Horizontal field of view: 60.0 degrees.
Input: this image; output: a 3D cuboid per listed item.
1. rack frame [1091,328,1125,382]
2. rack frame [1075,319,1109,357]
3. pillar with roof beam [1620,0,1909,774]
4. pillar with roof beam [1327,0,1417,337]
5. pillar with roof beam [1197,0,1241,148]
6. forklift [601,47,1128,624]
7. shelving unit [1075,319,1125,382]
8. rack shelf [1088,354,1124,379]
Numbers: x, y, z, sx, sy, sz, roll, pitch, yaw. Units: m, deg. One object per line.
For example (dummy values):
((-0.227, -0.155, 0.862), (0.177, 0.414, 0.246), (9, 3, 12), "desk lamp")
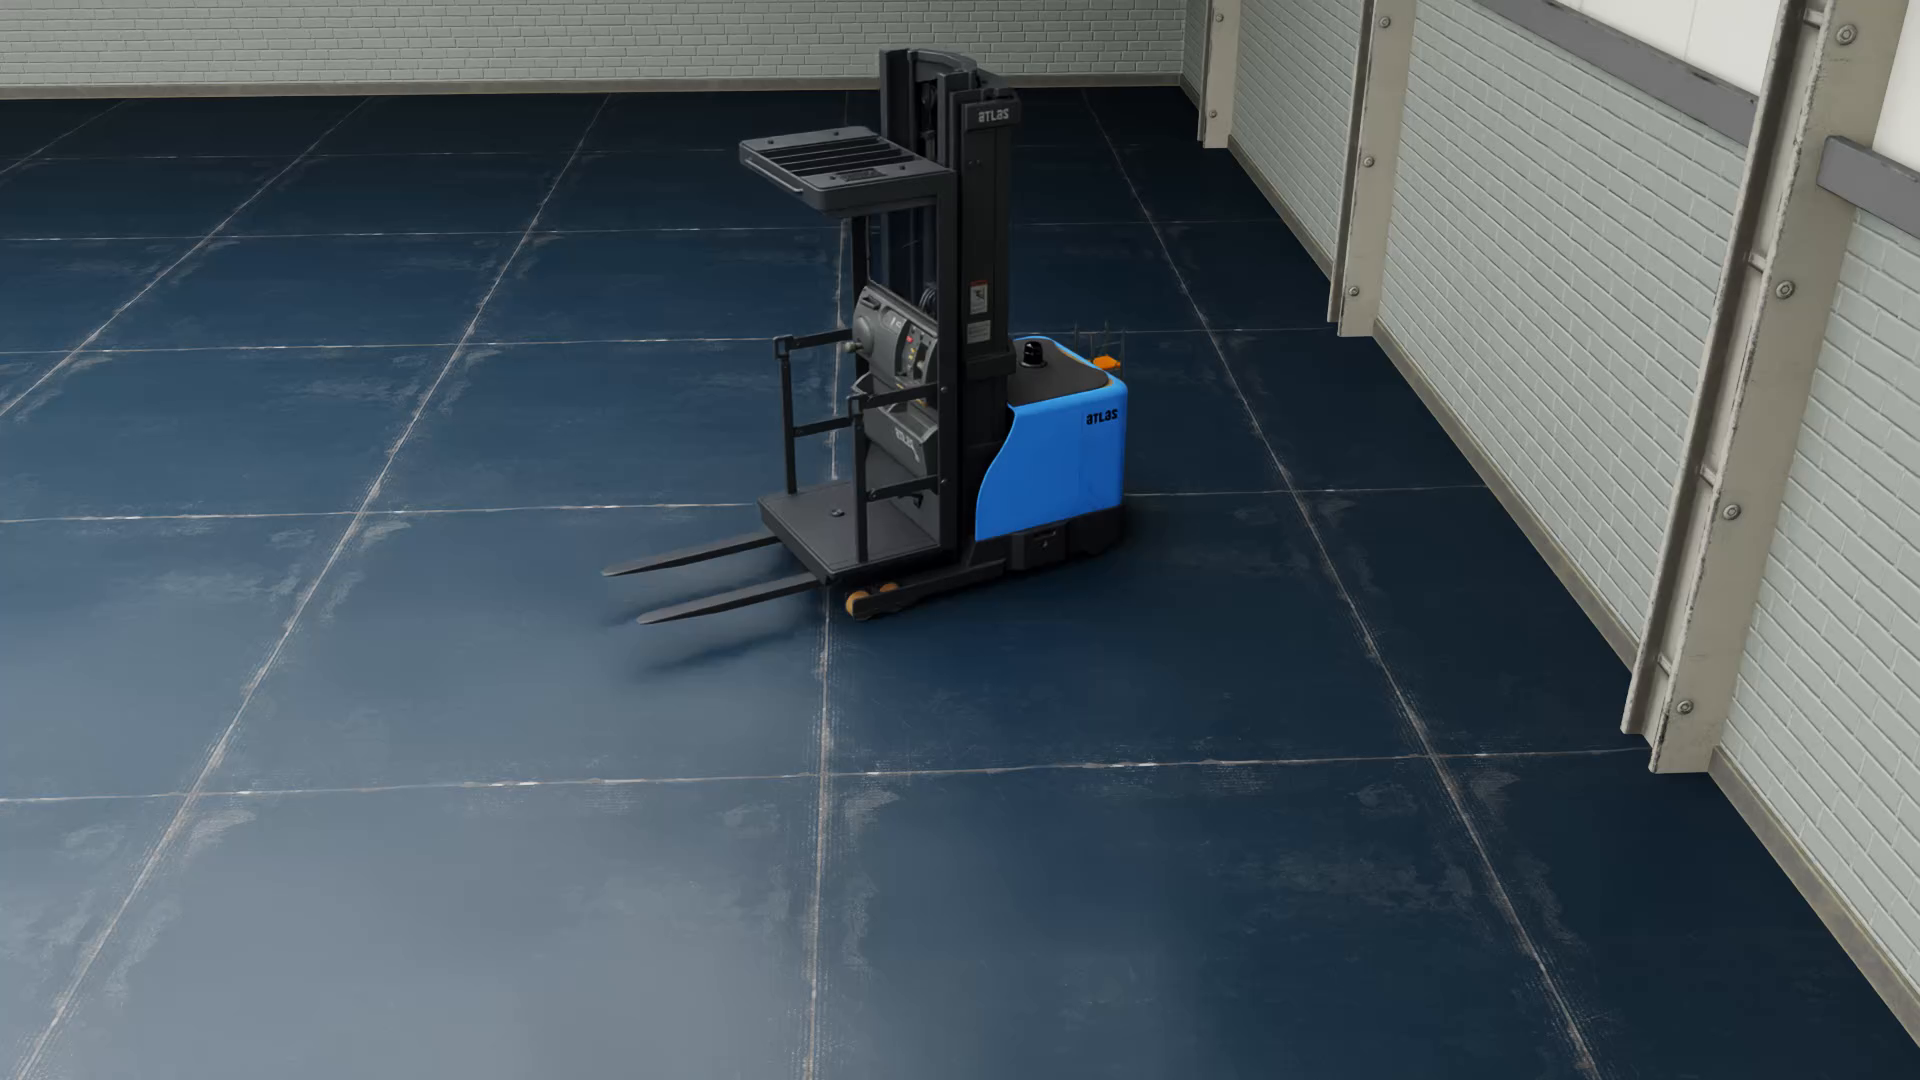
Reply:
((0.900, -0.735, 10.361), (0.240, 1.200, 0.006), (-14, 31, -25), "rack frame")
((0.813, -0.809, 10.503), (0.240, 1.200, 0.006), (-14, 31, -25), "rack frame")
((-0.791, -2.848, 5.979), (9.100, 9.000, 0.400), (-1, 28, -3), "pillar with roof beam")
((-1.104, -5.619, 11.292), (9.100, 9.000, 0.400), (-1, 28, -3), "pillar with roof beam")
((-1.418, -8.389, 16.604), (9.100, 9.000, 0.400), (-1, 28, -3), "pillar with roof beam")
((-0.547, -1.123, 9.234), (3.031, 2.935, 1.130), (-14, 31, -25), "forklift")
((0.857, -0.772, 10.432), (0.258, 1.200, 0.189), (-14, 31, -25), "shelving unit")
((0.857, -1.052, 10.286), (0.258, 0.103, 0.180), (-14, 31, -25), "rack shelf")
